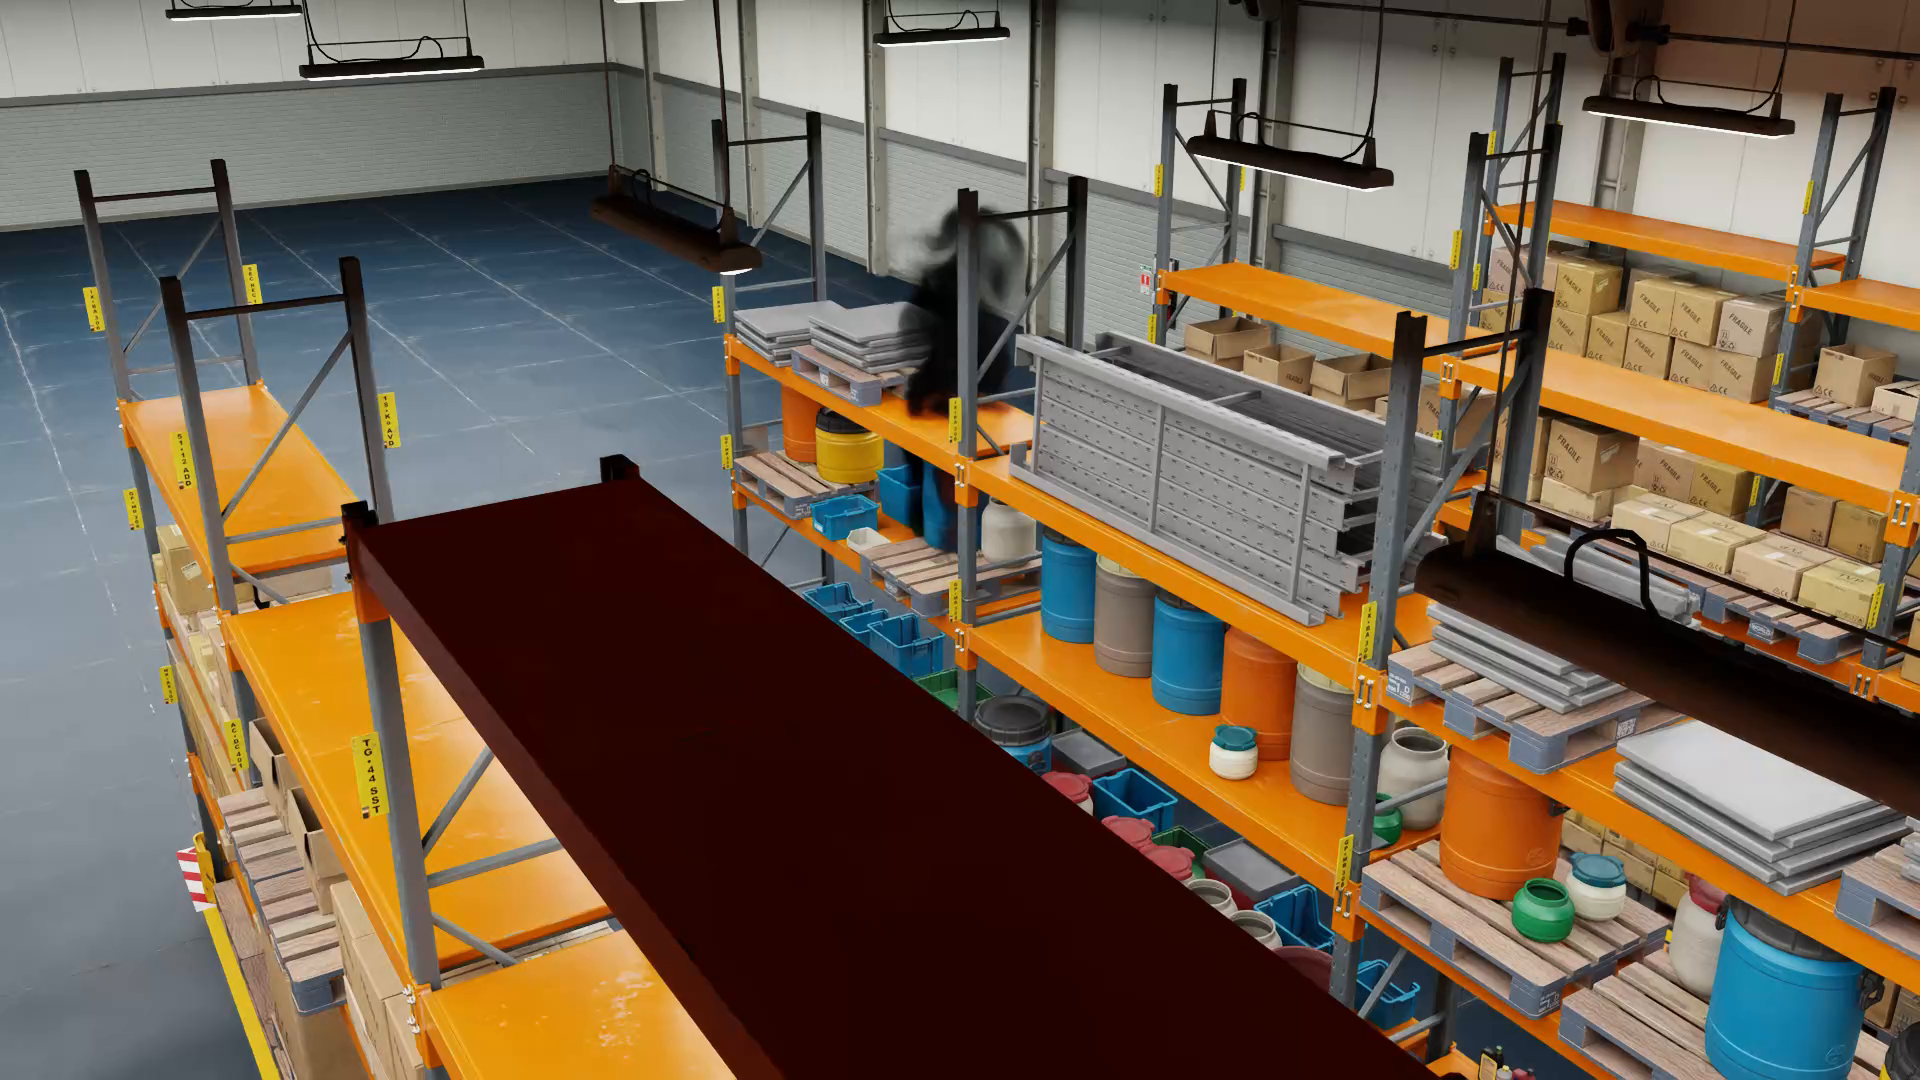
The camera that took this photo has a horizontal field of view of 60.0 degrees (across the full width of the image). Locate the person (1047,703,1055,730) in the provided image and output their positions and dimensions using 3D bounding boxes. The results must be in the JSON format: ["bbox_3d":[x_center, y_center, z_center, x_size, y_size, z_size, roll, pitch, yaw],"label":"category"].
[{"bbox_3d":[1.198,1.194,16.062,1.135,1.773,0.658,15,26,33],"label":"person"}]
